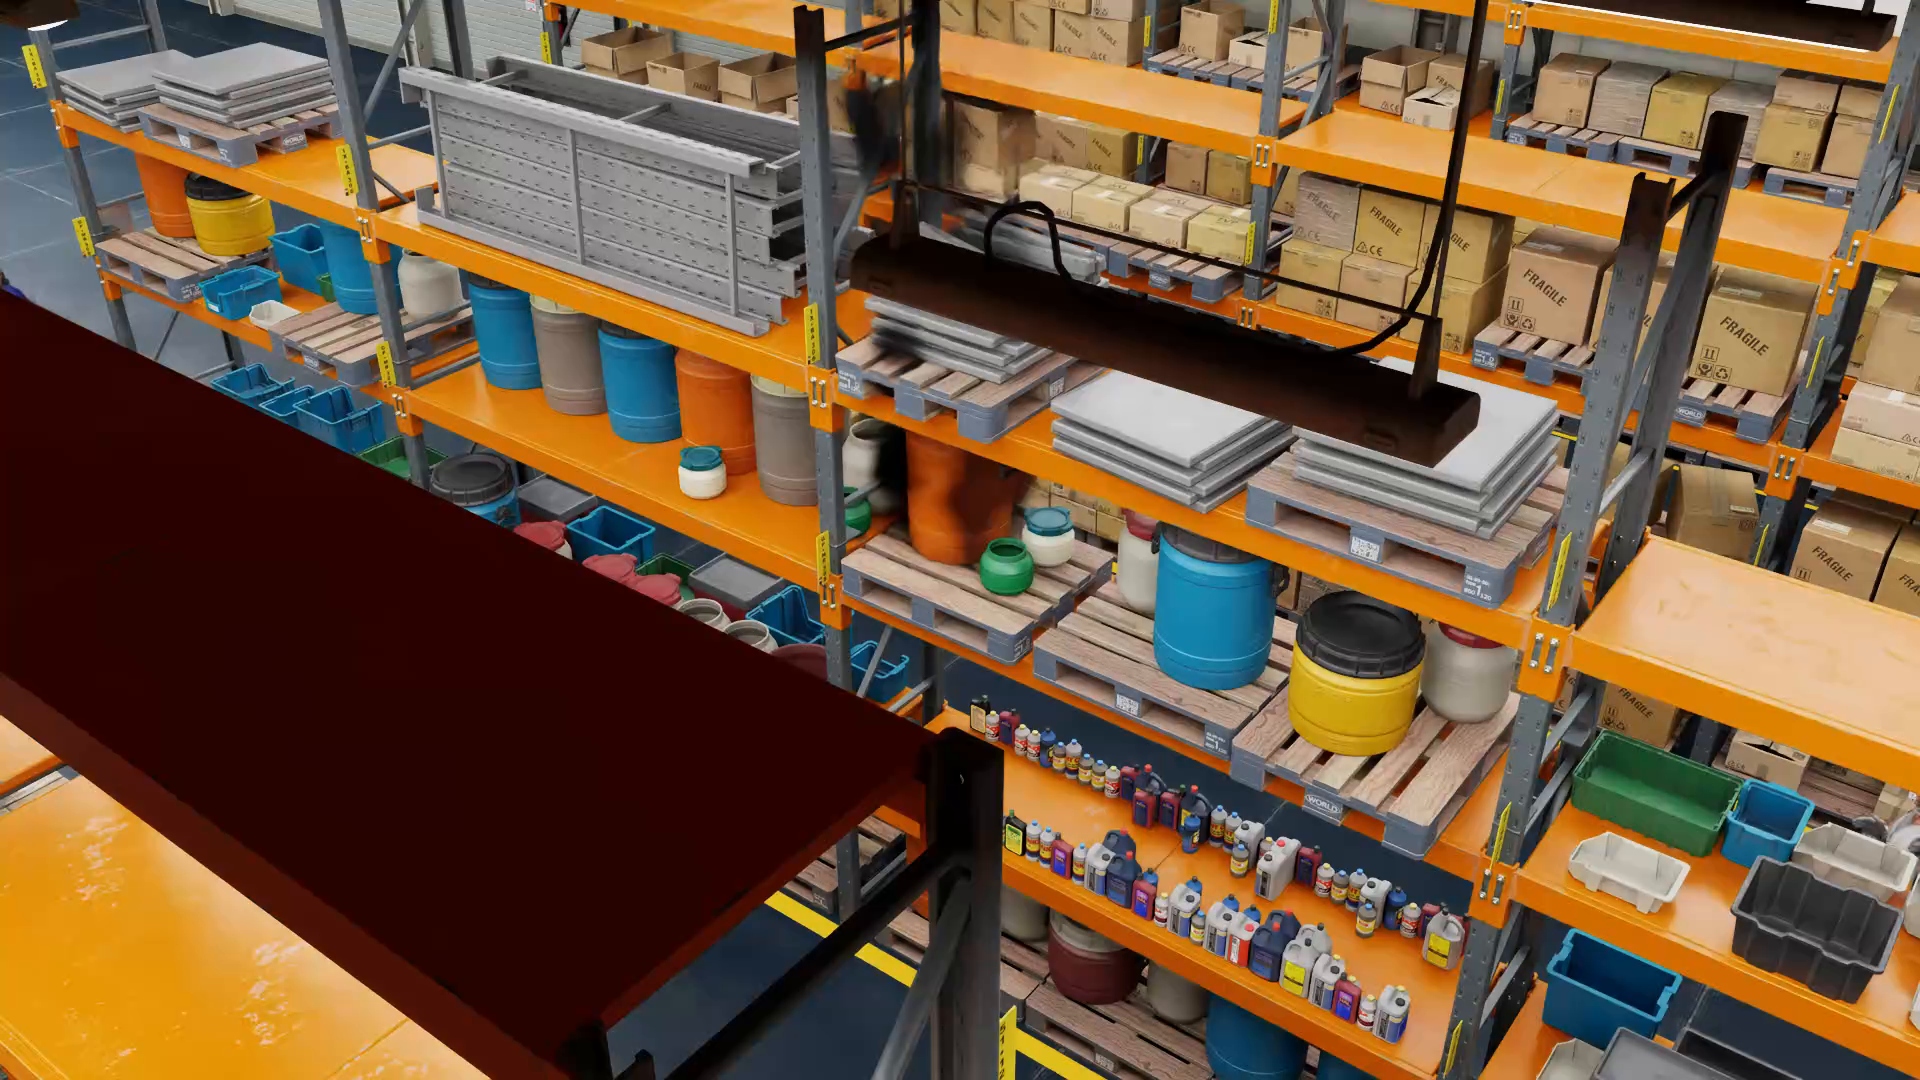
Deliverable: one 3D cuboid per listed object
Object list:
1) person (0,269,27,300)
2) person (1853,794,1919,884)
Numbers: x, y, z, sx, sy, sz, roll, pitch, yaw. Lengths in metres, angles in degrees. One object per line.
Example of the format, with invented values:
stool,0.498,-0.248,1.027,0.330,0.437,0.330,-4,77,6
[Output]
person,-9.702,-2.027,17.028,0.546,1.611,0.628,-13,34,-21
person,5.695,2.111,10.053,1.006,1.767,0.662,17,35,26
